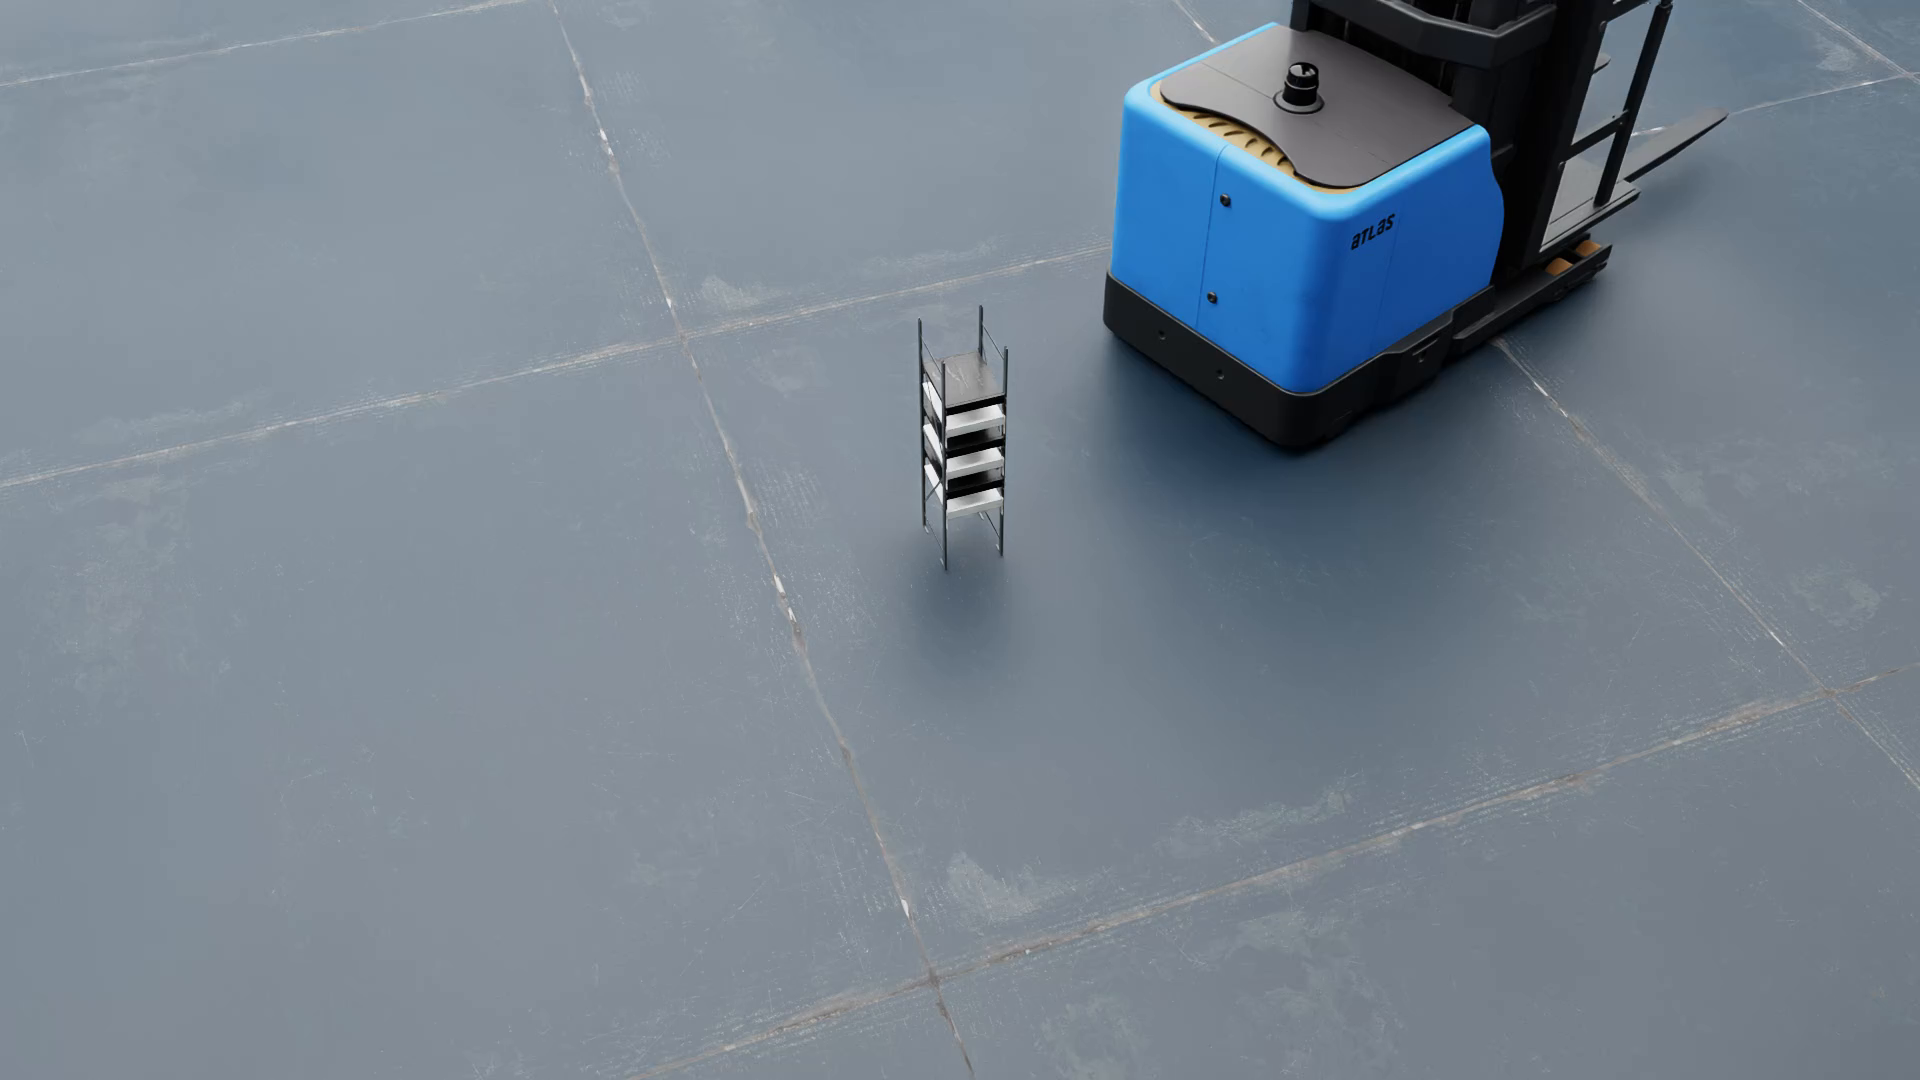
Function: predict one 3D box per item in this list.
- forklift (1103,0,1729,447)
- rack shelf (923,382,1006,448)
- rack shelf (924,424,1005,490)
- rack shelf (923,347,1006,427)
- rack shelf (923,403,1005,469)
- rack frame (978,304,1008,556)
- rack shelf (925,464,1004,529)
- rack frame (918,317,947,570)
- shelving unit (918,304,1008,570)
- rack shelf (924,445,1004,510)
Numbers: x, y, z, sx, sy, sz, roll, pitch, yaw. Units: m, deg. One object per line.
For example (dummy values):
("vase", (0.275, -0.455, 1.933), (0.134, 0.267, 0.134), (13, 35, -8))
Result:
("forklift", (2.014, -2.261, 5.934), (3.031, 2.935, 1.130), (-31, 53, -27))
("rack shelf", (0.008, -0.423, 5.329), (0.200, 0.077, 0.258), (-14, 47, -14))
("rack shelf", (0.008, -0.296, 5.457), (0.200, 0.077, 0.258), (-14, 47, -14))
("rack shelf", (0.008, -0.487, 5.266), (0.200, 0.077, 0.258), (-14, 47, -14))
("rack shelf", (0.008, -0.360, 5.393), (0.200, 0.077, 0.258), (-14, 47, -14))
("rack frame", (0.103, -0.344, 5.458), (0.006, 0.900, 0.240), (-14, 47, -14))
("rack shelf", (0.008, -0.169, 5.584), (0.200, 0.077, 0.258), (-14, 47, -14))
("rack frame", (-0.088, -0.295, 5.409), (0.006, 0.900, 0.240), (-14, 47, -14))
("shelving unit", (0.008, -0.320, 5.433), (0.210, 0.900, 0.258), (-14, 47, -14))
("rack shelf", (0.008, -0.233, 5.521), (0.200, 0.077, 0.258), (-14, 47, -14))
